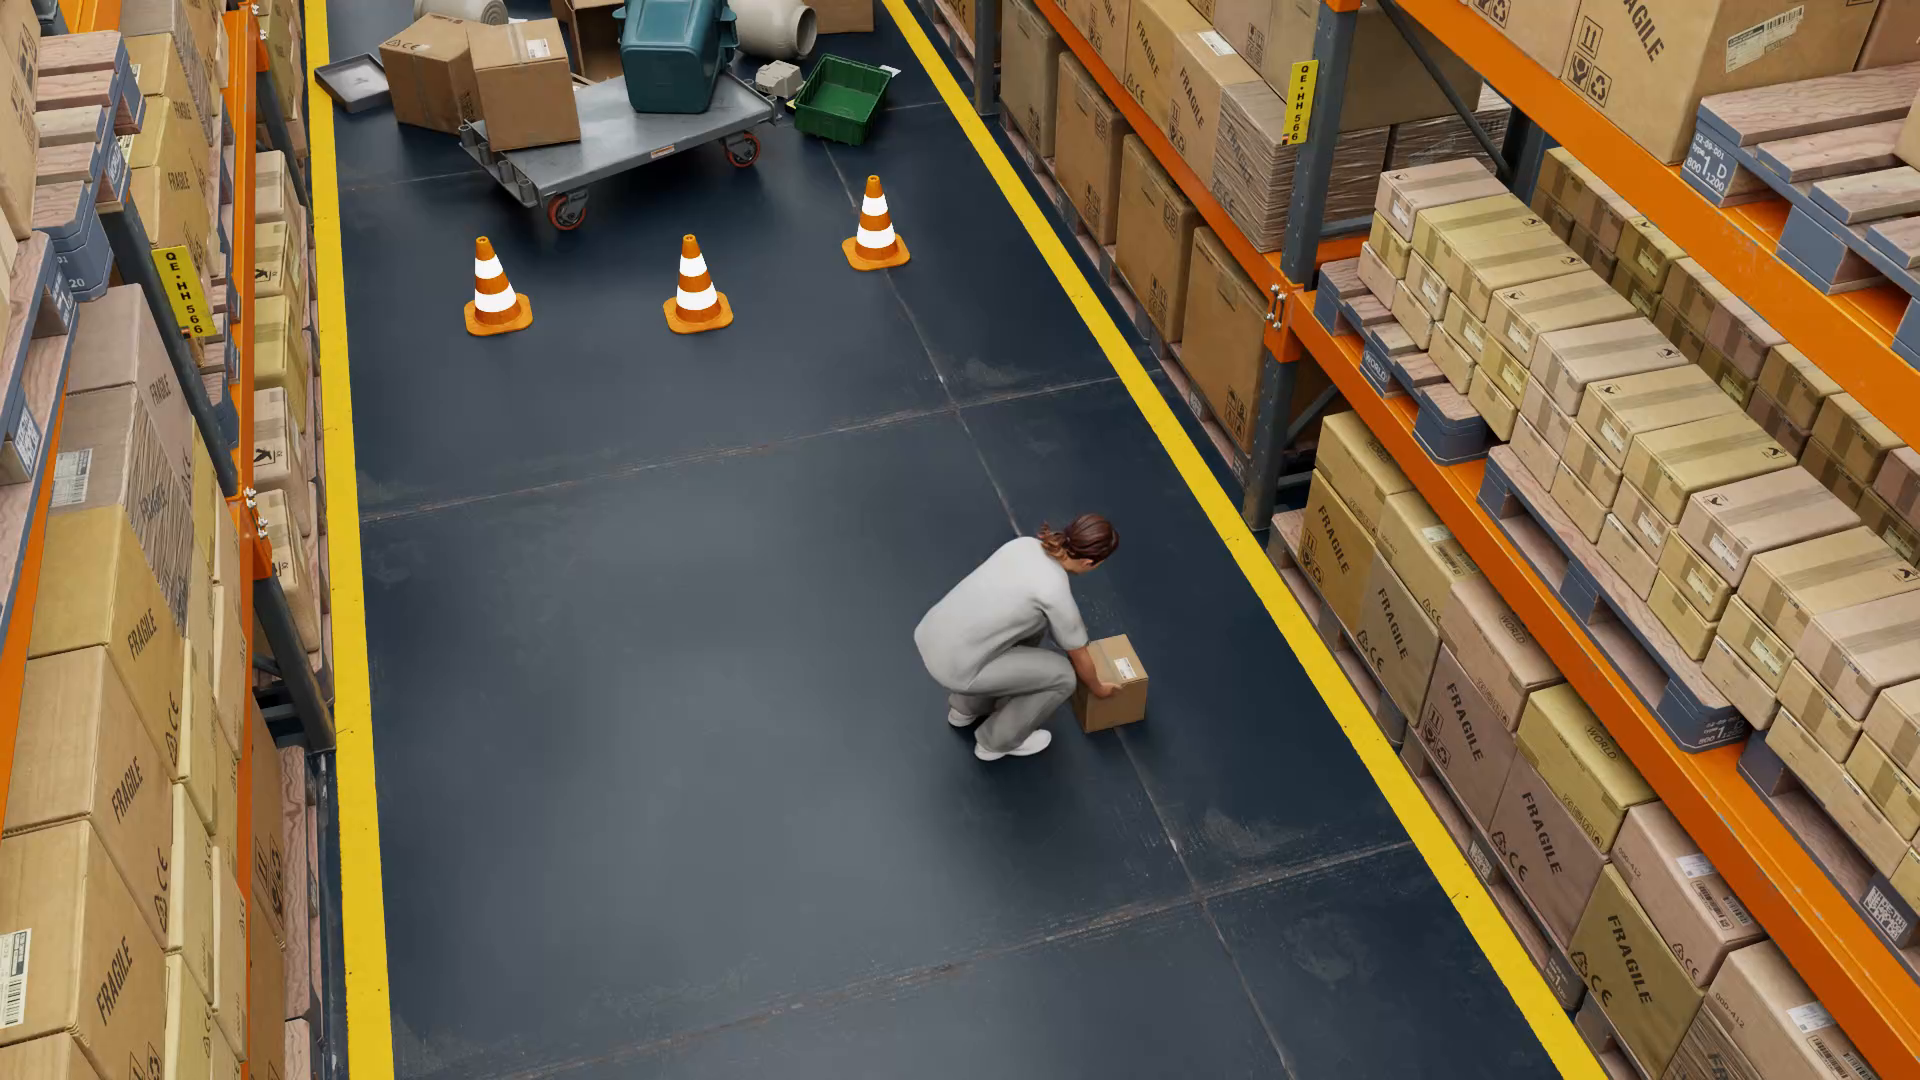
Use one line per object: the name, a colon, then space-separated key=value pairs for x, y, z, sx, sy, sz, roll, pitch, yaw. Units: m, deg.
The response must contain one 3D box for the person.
person: x=0.215 y=0.361 z=6.289 sx=0.787 sy=0.974 sz=0.481 roll=-12 pitch=44 yaw=-13
